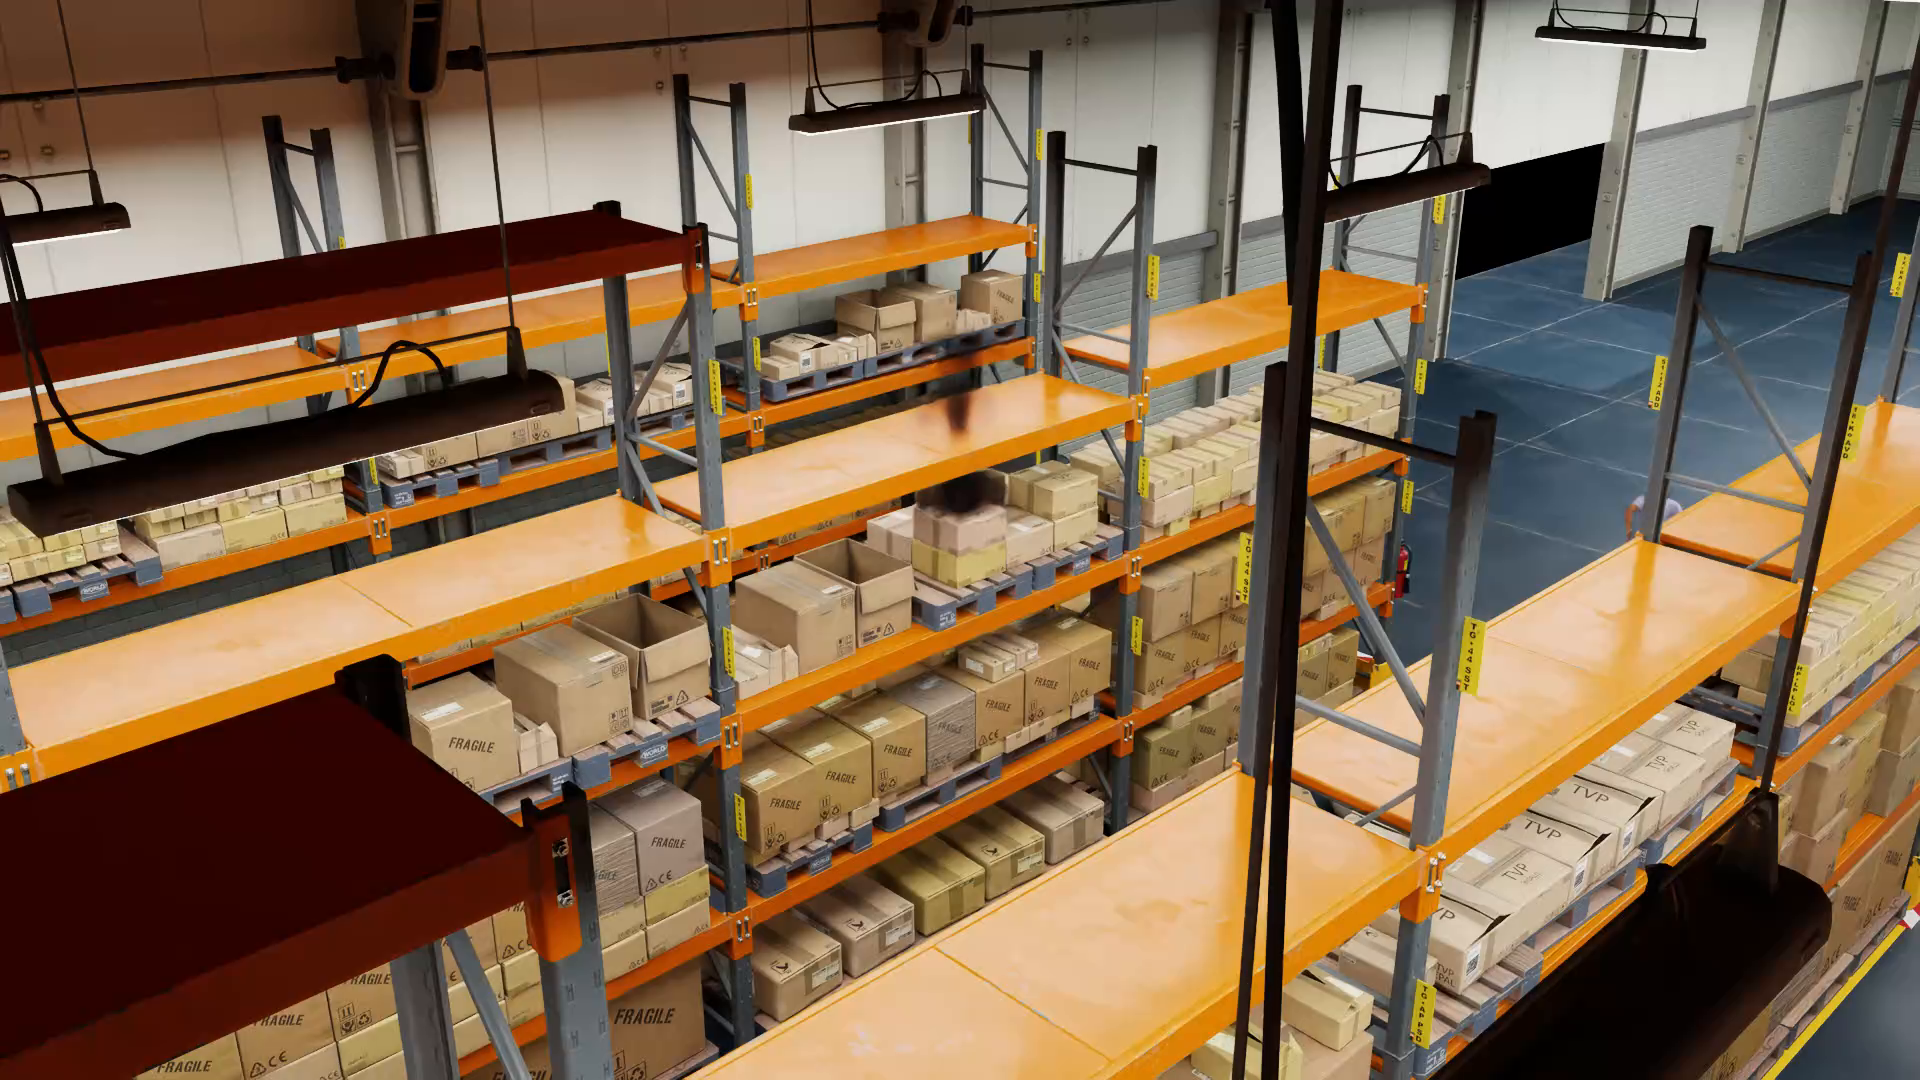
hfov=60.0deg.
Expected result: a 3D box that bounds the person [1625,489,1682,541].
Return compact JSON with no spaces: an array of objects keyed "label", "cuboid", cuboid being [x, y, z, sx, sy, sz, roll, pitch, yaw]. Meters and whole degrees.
[{"label":"person","cuboid":[7.648,0.193,18.442,0.649,1.599,0.960,7,23,17]}]
